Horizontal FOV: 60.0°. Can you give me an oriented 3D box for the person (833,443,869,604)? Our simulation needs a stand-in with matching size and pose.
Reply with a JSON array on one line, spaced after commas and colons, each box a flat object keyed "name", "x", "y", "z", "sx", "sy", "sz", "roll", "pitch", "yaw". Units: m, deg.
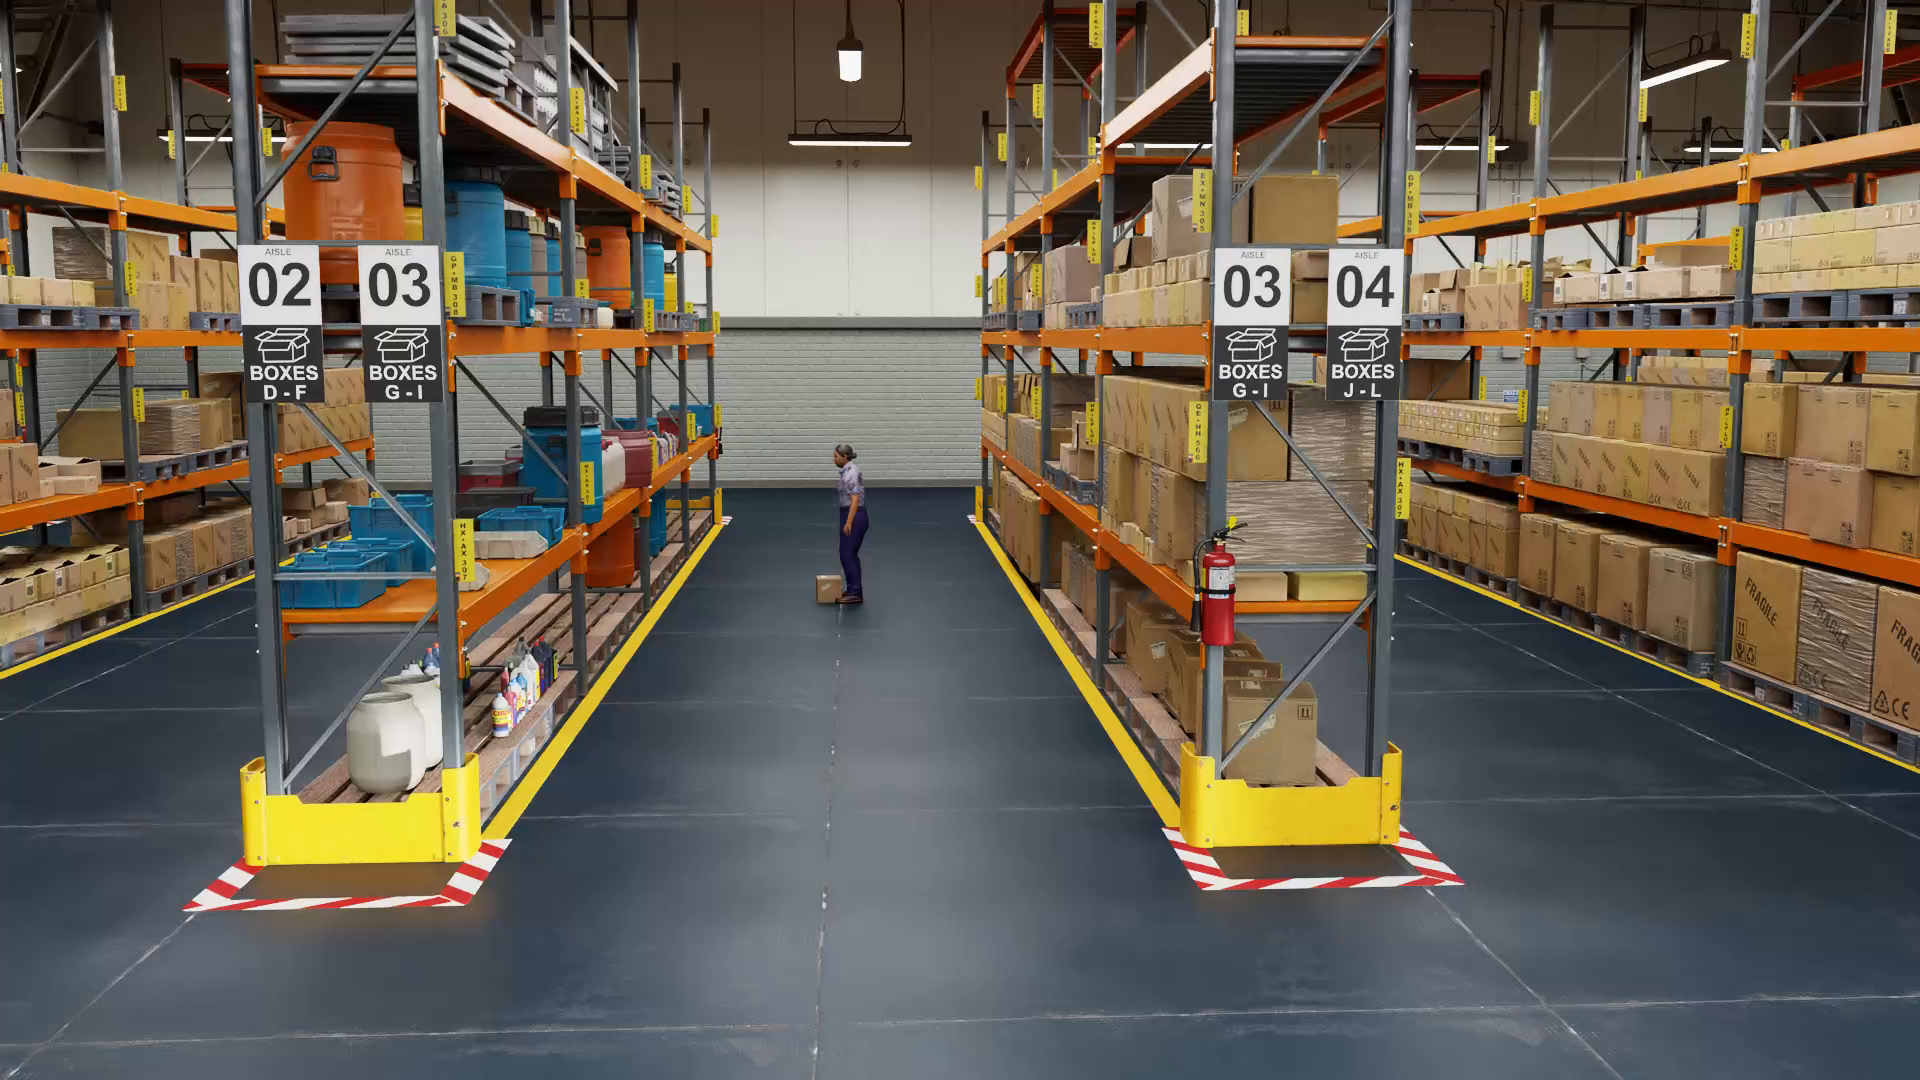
[{"name": "person", "x": -1.132, "y": -0.178, "z": 17.302, "sx": 0.367, "sy": 1.637, "sz": 0.547, "roll": -1, "pitch": 7, "yaw": -4}]
